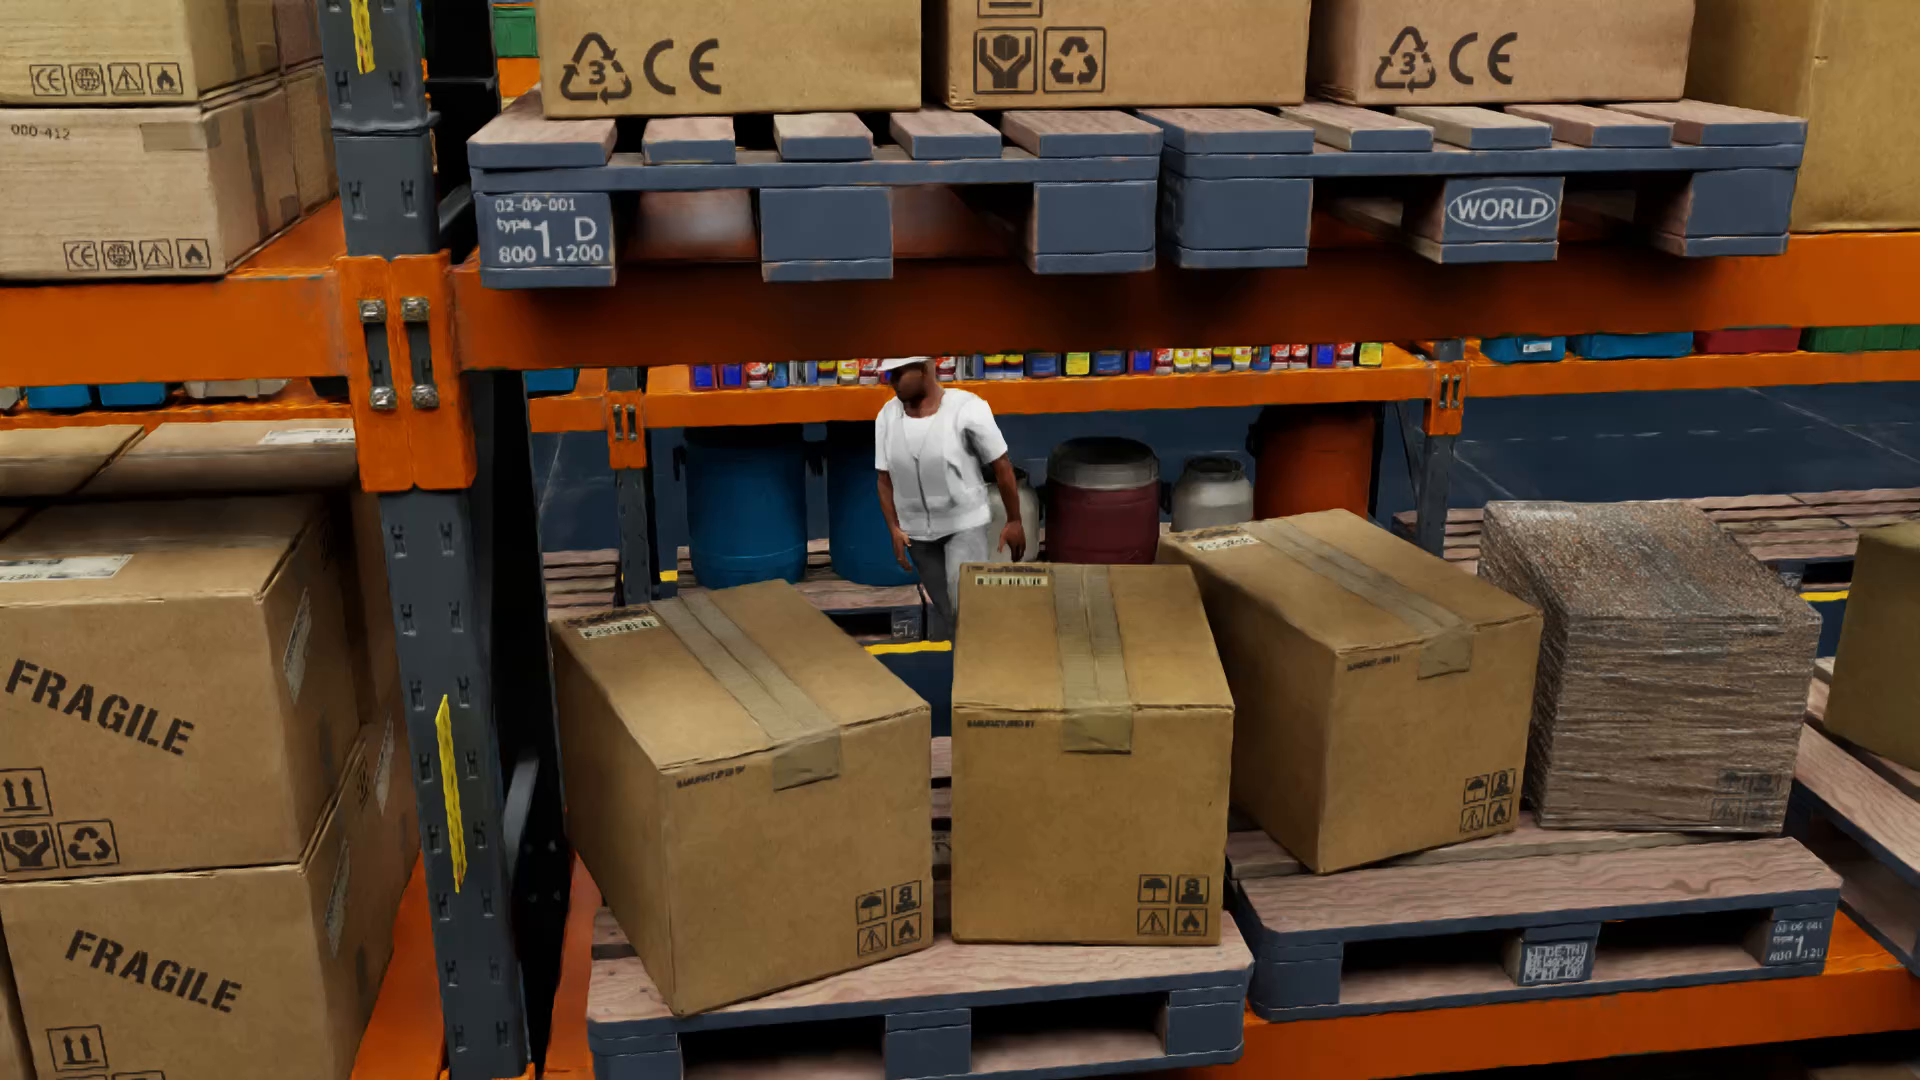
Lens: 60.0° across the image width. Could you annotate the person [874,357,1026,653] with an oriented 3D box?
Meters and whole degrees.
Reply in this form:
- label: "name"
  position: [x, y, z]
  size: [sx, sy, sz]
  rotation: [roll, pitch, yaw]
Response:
- label: "person"
  position: [-0.029, -0.035, 7.138]
  size: [0.751, 1.735, 0.485]
  rotation: [8, 21, 20]
